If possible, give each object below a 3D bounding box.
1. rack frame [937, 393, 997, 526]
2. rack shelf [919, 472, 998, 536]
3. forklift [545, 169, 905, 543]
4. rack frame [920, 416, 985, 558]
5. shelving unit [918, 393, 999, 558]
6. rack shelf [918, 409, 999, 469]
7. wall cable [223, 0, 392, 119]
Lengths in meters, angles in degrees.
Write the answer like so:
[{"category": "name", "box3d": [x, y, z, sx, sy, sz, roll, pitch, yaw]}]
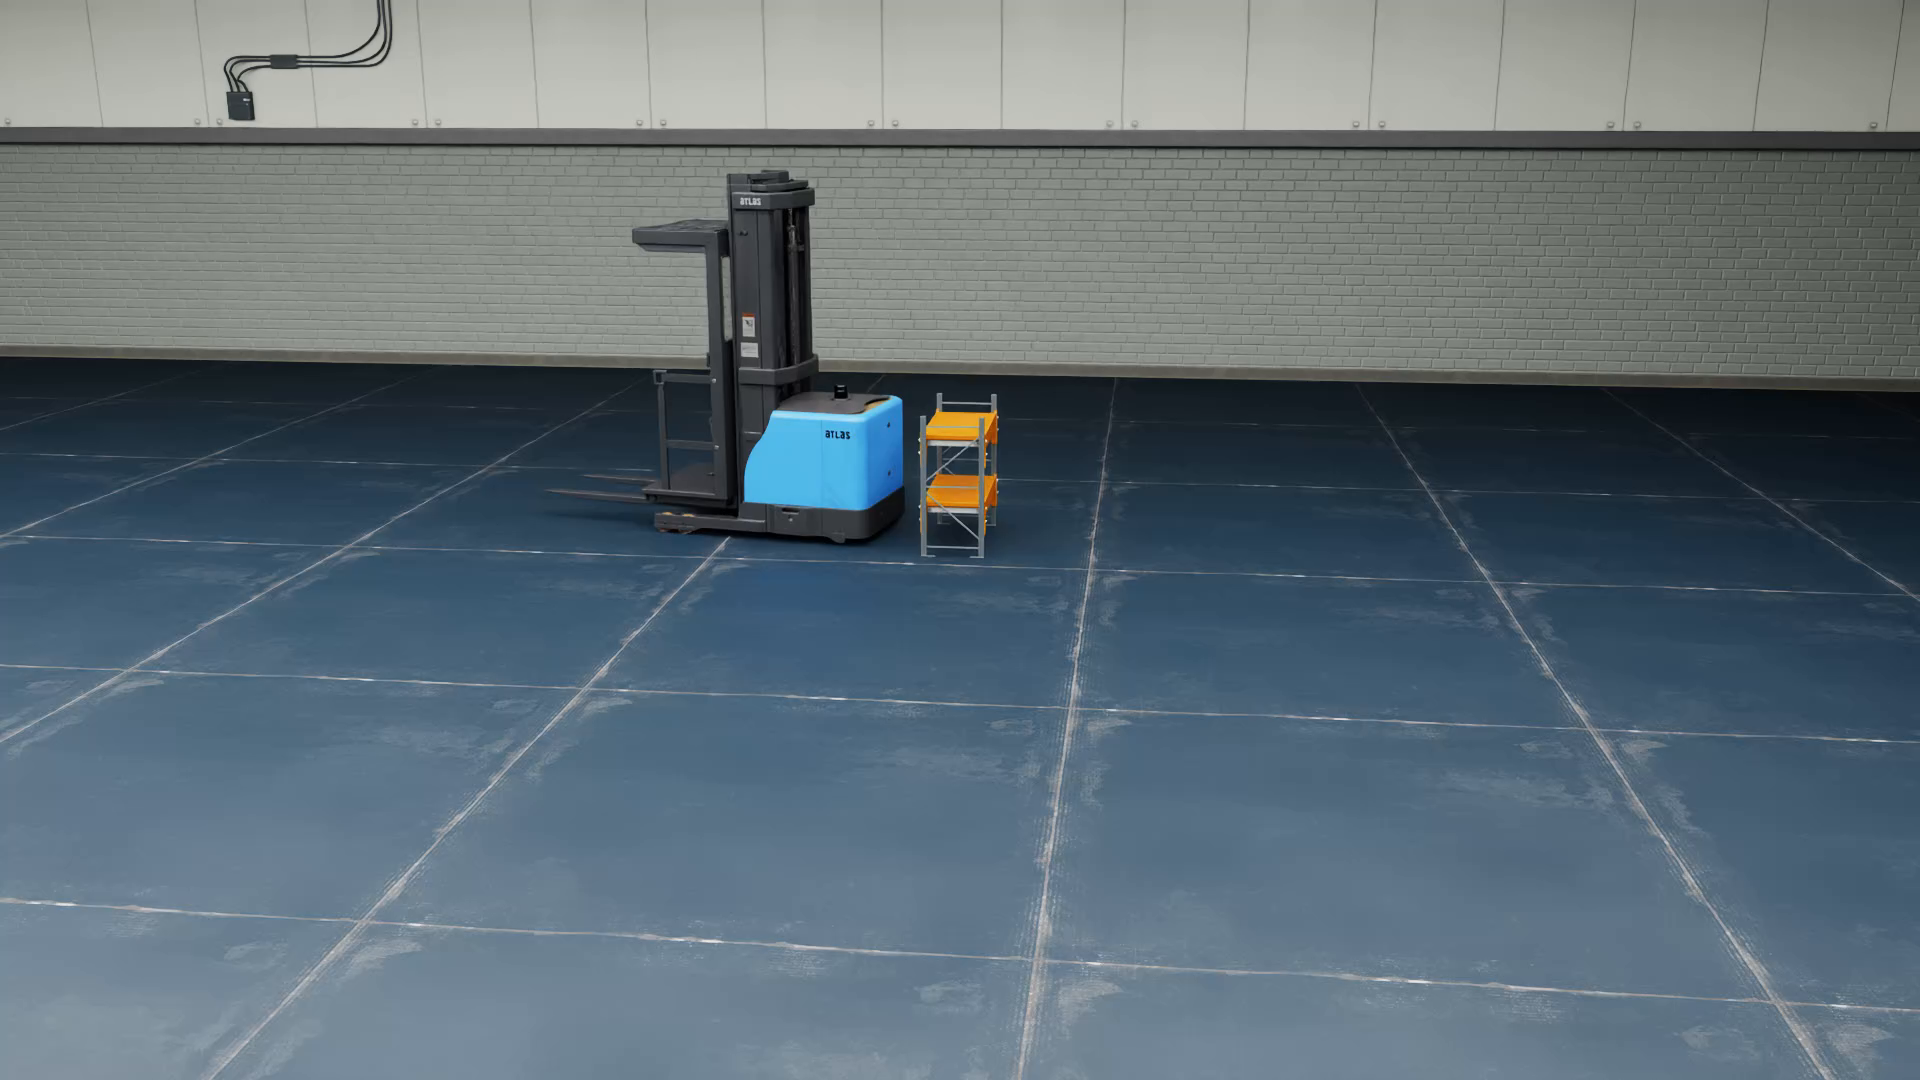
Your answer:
[{"category": "rack frame", "box3d": [0.057, -0.673, 13.996, 0.500, 1.125, 0.032, 2, 15, 6]}, {"category": "rack shelf", "box3d": [-0.001, -0.305, 13.573, 0.538, 0.278, 1.000, 2, 15, 6]}, {"category": "forklift", "box3d": [-2.046, -1.592, 13.934, 3.031, 2.935, 1.130, 5, 16, 17]}, {"category": "rack frame", "box3d": [-0.058, -0.409, 13.021, 0.500, 1.125, 0.032, 2, 15, 6]}, {"category": "shelving unit", "box3d": [-0.001, -0.541, 13.509, 0.538, 1.125, 1.048, 2, 15, 6]}, {"category": "rack shelf", "box3d": [-0.001, -0.824, 13.432, 0.538, 0.278, 1.000, 2, 15, 6]}, {"category": "wall cable", "box3d": [-8.427, -8.383, 20.909, 2.305, 6.003, 0.169, 2, 15, 6]}]
